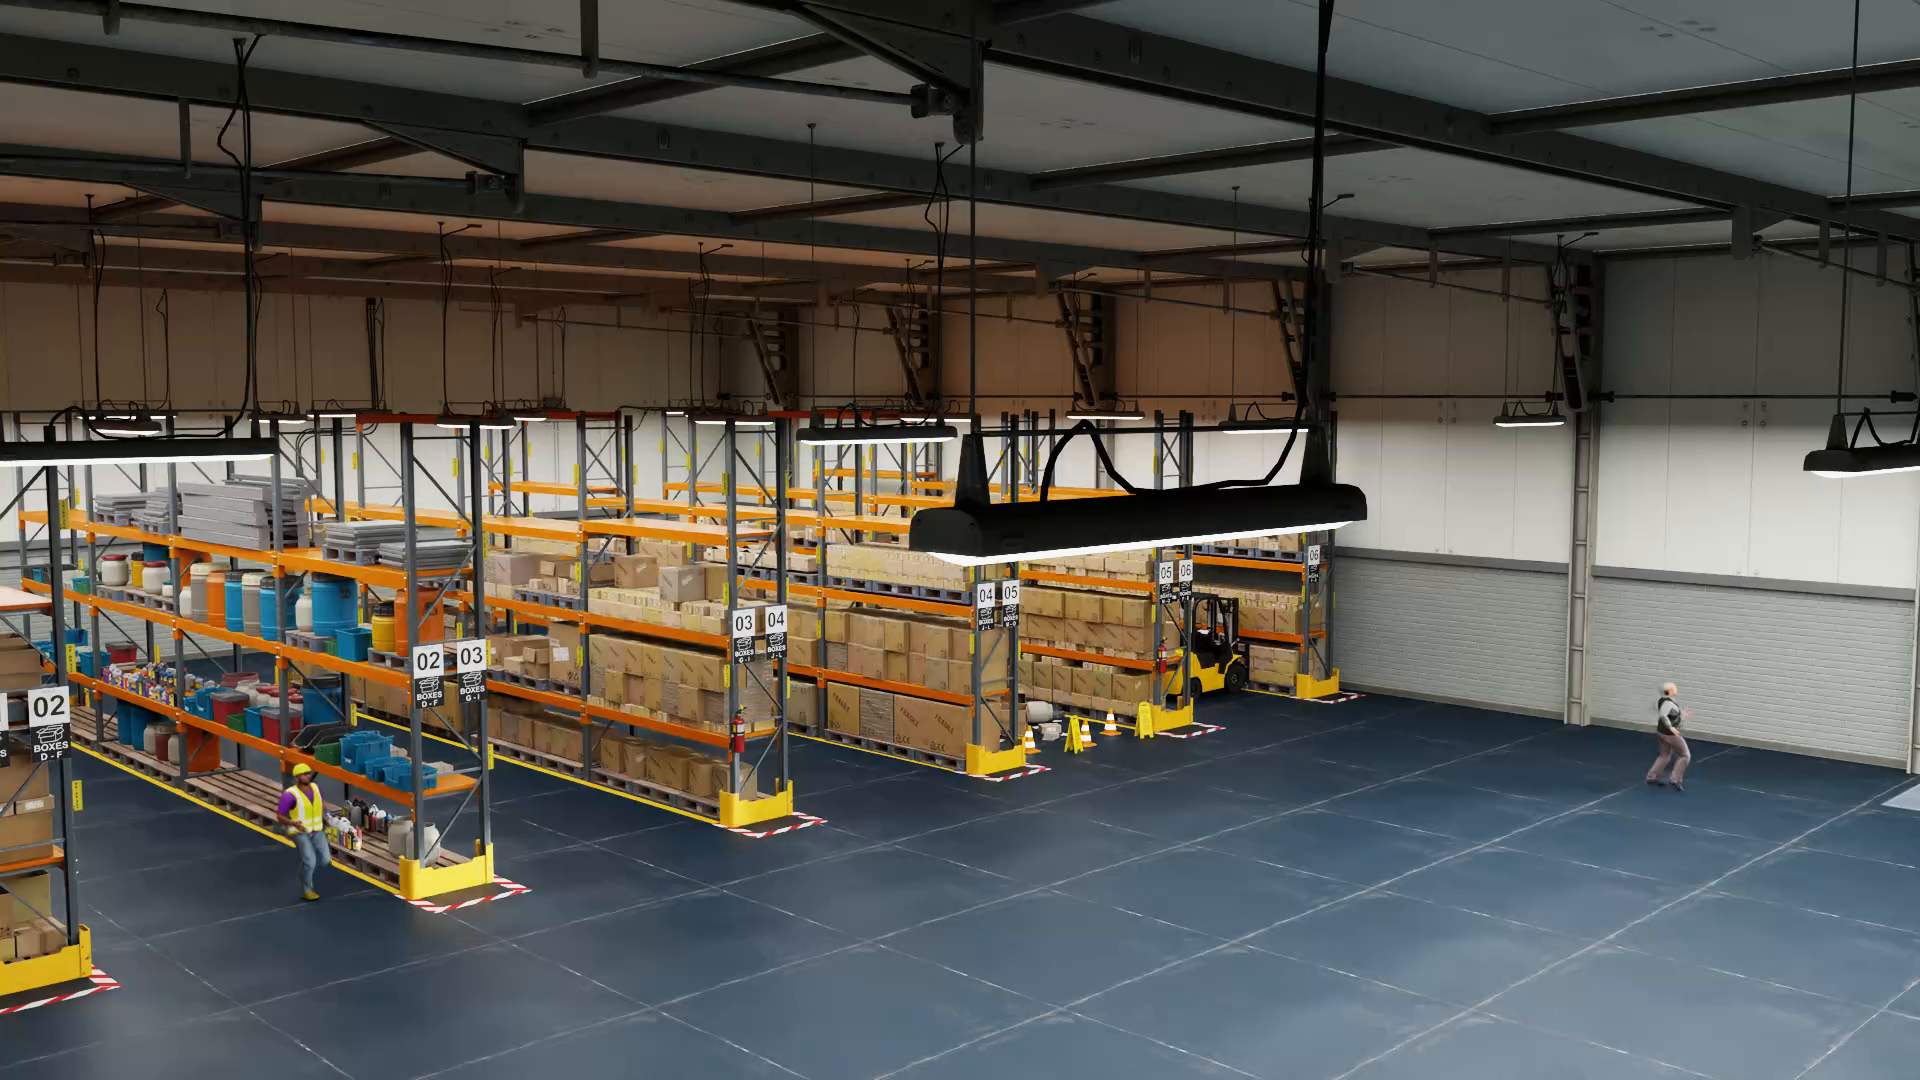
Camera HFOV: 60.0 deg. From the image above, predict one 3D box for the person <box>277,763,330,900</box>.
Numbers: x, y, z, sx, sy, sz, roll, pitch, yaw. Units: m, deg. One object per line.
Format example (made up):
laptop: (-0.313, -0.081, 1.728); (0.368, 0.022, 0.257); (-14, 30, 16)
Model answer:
person: (-8.208, 3.656, 20.894); (0.601, 1.719, 0.695); (3, 6, 33)

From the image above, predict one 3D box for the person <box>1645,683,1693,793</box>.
person: (11.392, 3.167, 26.646); (0.715, 1.773, 0.637); (0, 5, 1)
